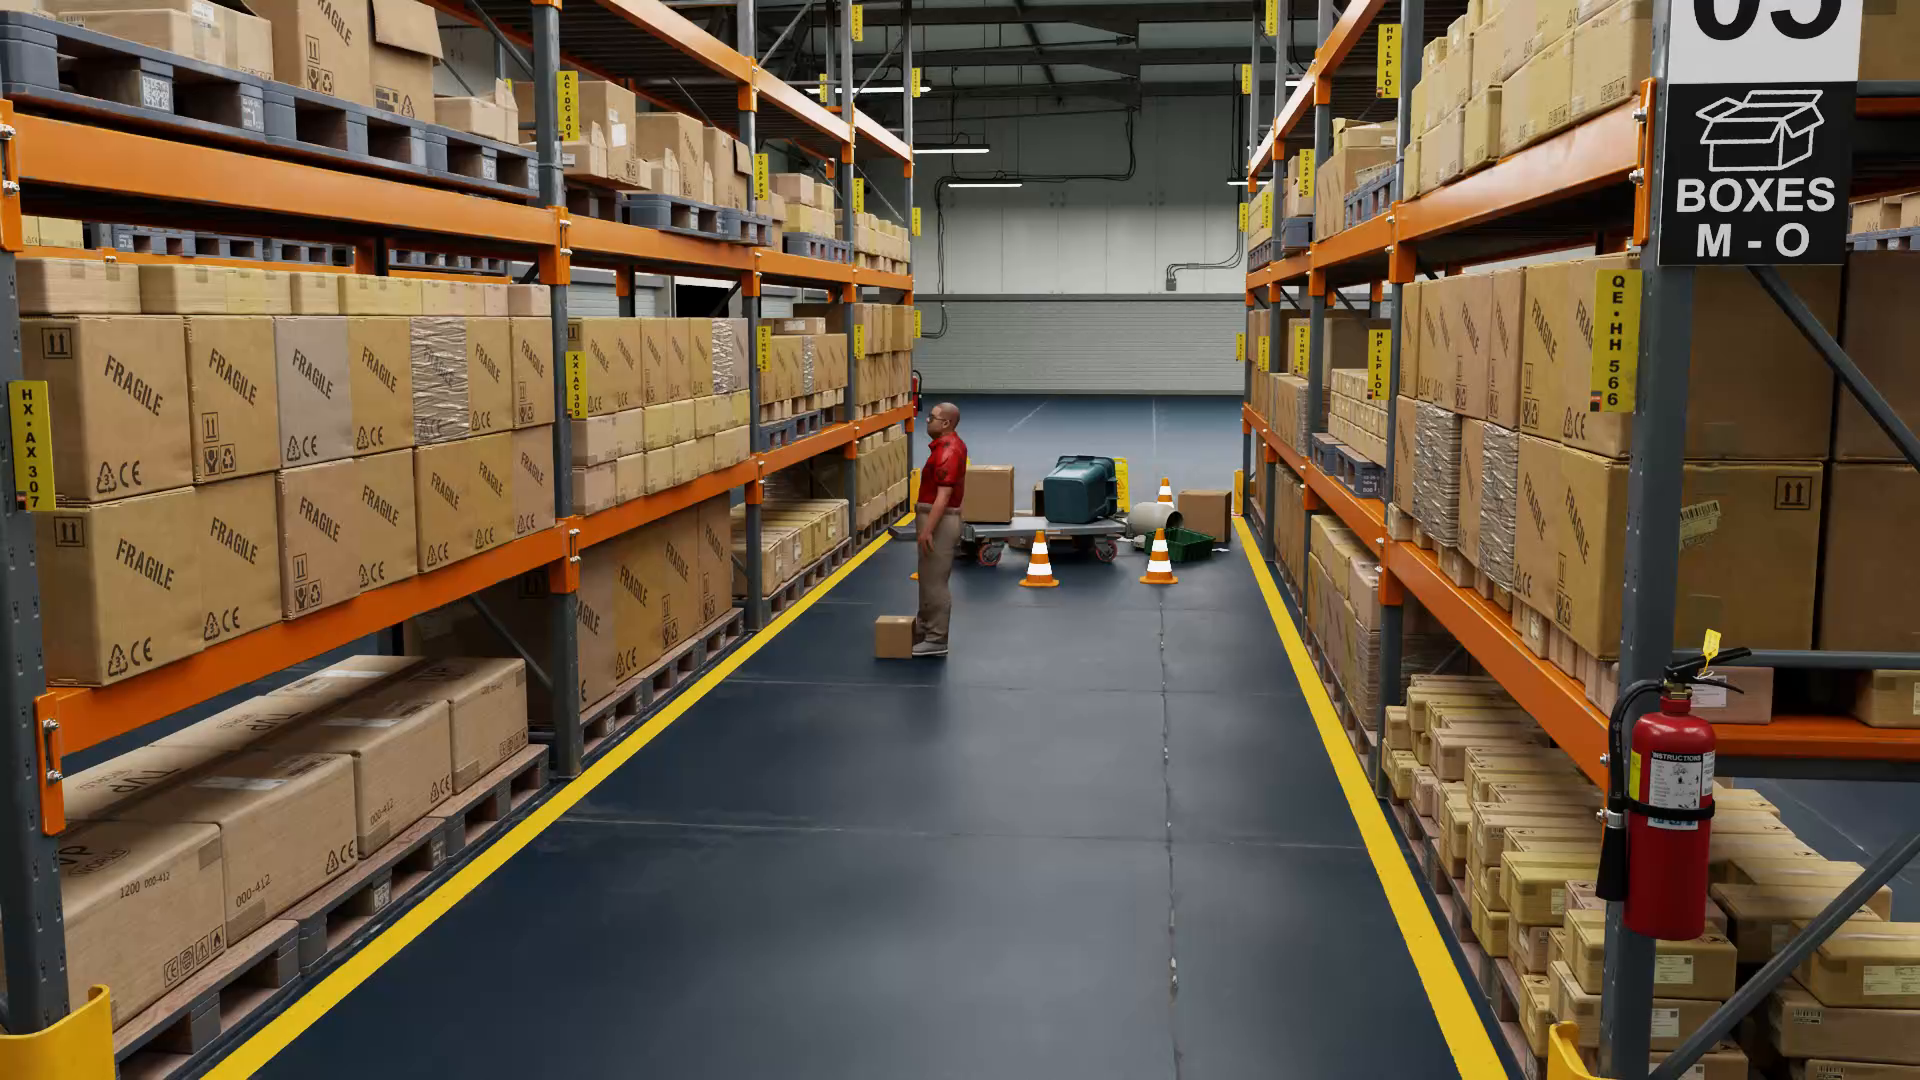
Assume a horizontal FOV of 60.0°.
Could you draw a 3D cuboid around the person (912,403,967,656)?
[{"bbox_3d":[-0.237,-0.074,11.347,0.550,1.727,0.642,1,8,6],"label":"person"}]
